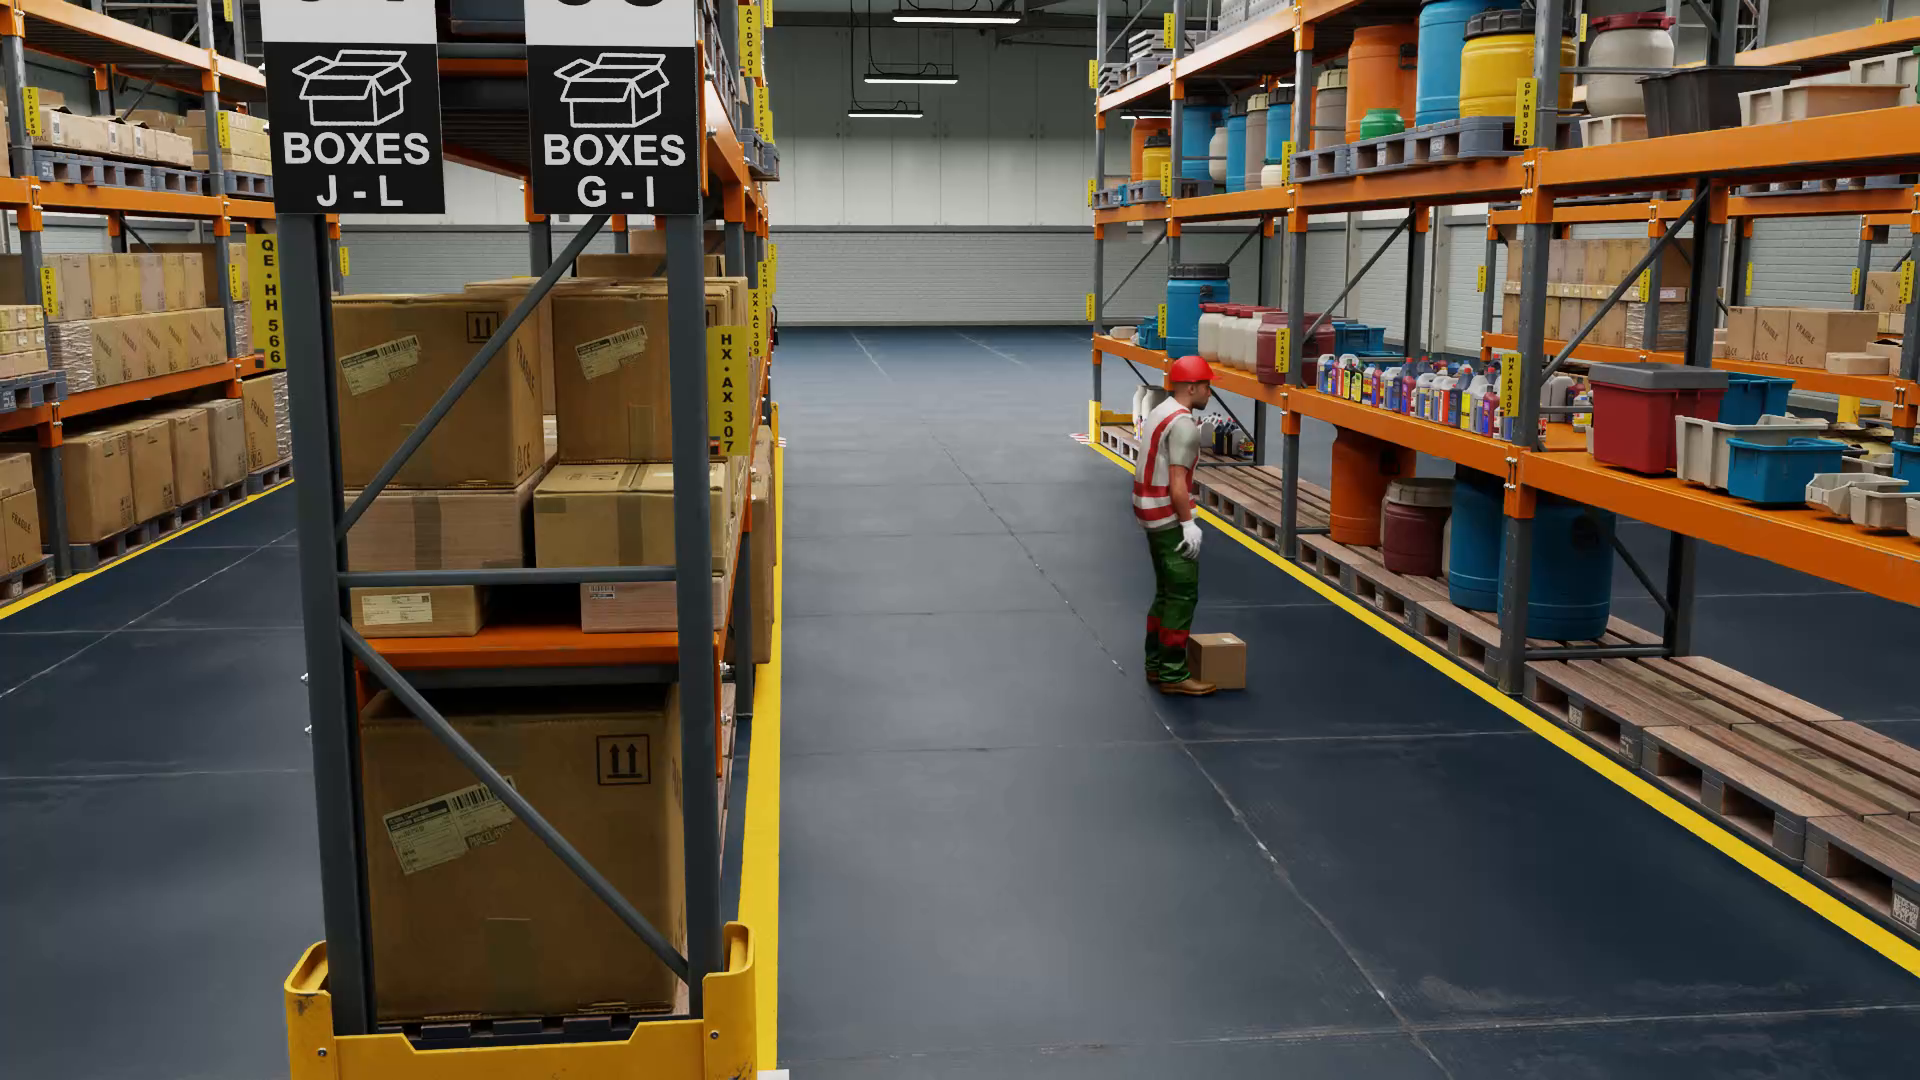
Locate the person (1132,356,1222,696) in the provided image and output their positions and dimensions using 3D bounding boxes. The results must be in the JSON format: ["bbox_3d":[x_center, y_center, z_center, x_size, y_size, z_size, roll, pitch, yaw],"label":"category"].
[{"bbox_3d":[1.160,-0.088,8.863,0.453,1.778,0.604,-1,10,-6],"label":"person"}]
